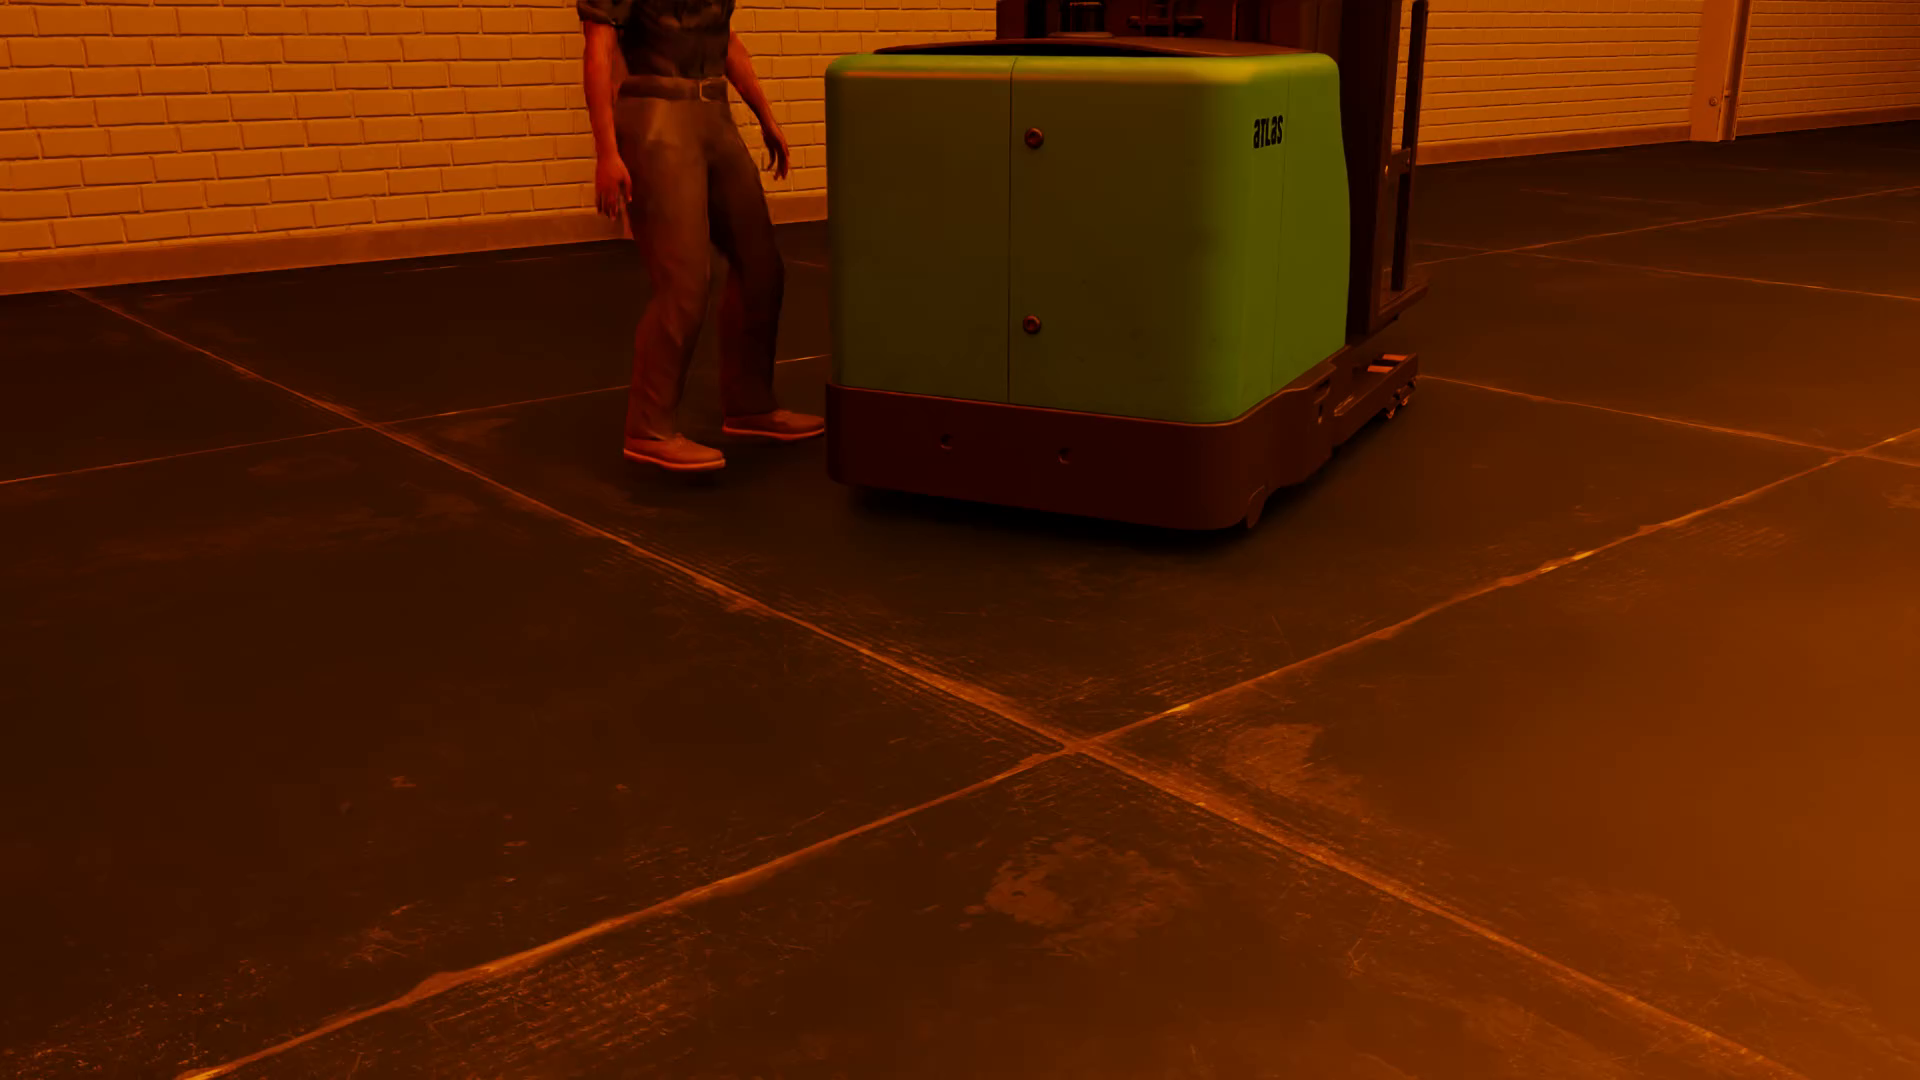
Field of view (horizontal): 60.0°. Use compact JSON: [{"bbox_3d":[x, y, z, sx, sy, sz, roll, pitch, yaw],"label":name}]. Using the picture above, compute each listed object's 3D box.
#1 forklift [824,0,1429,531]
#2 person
[{"bbox_3d":[0.780,-1.813,4.735,1.130,2.935,3.031,8,19,25],"label":"forklift"},{"bbox_3d":[-0.663,-1.001,4.185,0.374,1.635,0.696,8,19,24],"label":"person"}]
